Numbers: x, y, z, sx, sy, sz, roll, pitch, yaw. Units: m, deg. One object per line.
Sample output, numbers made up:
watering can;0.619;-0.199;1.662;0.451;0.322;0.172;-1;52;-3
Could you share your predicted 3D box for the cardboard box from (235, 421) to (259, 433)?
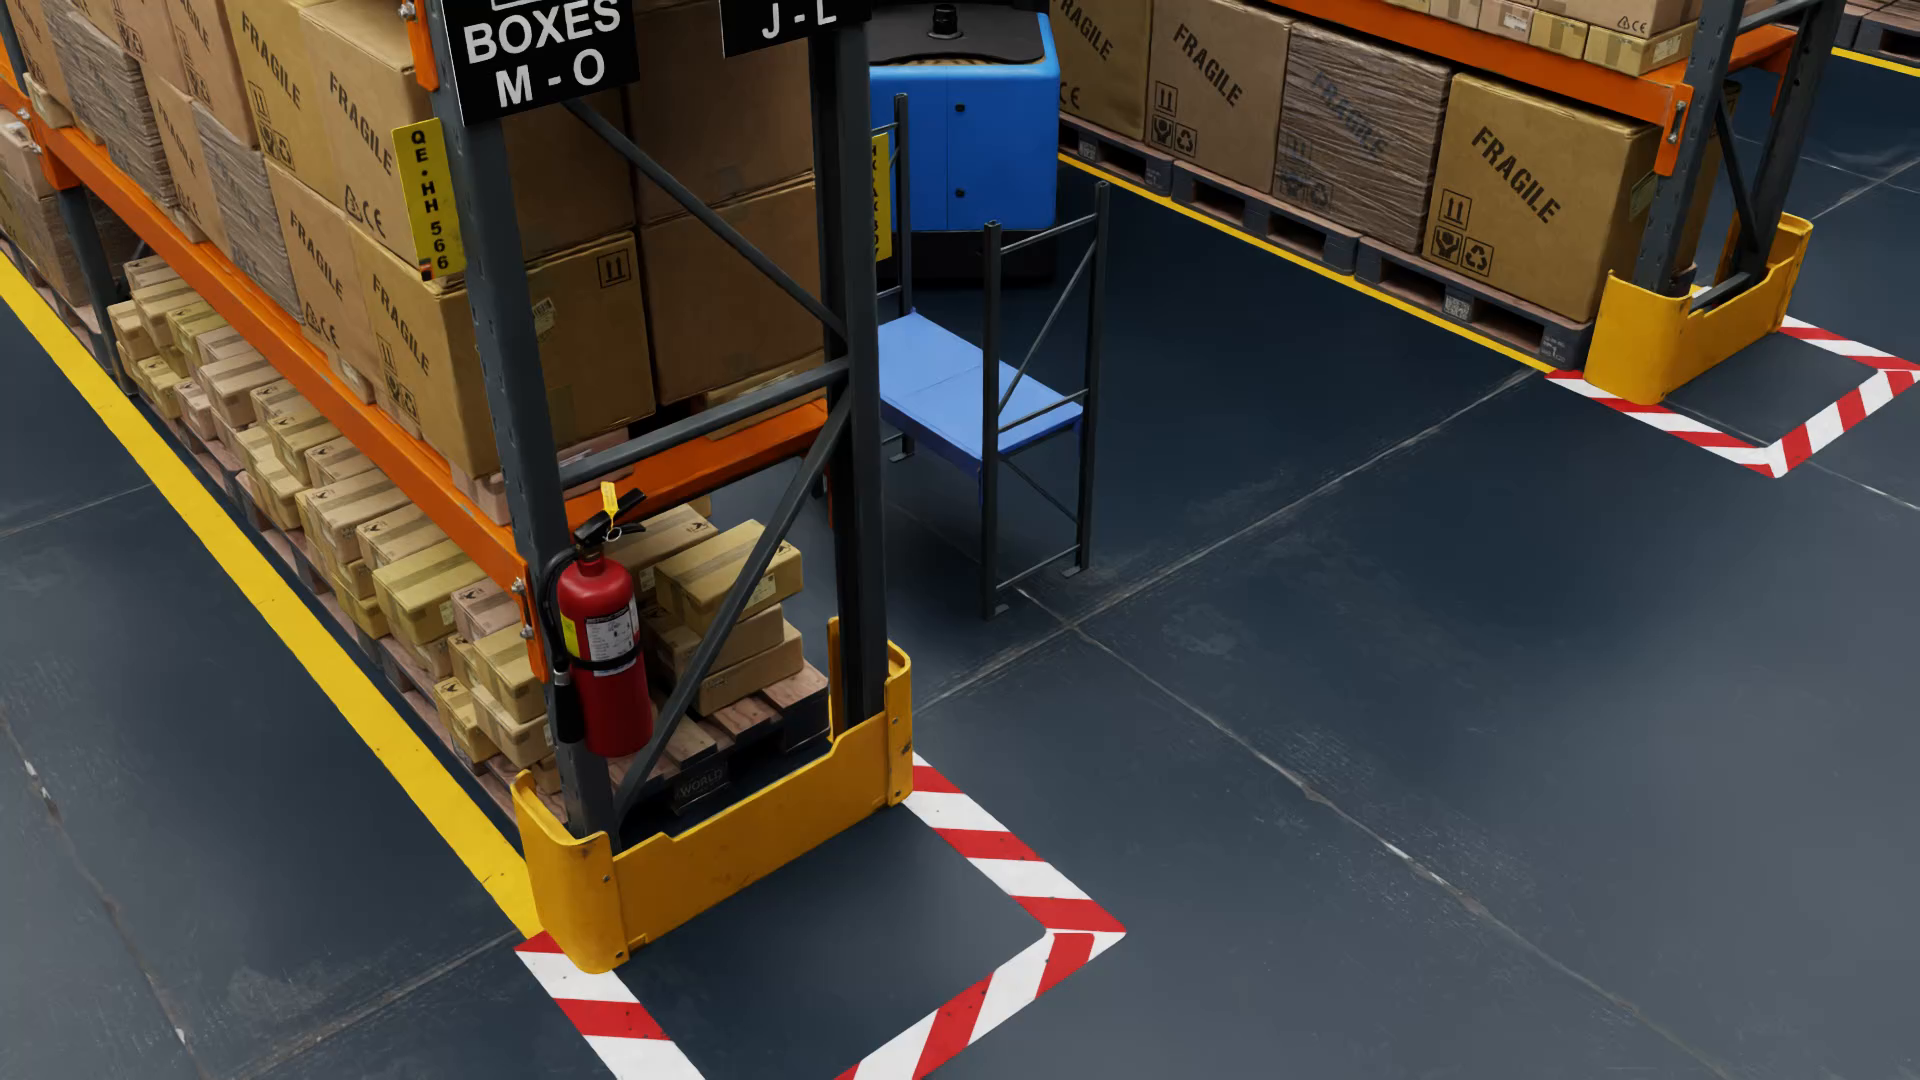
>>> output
cardboard box;-2.470;-0.469;6.163;0.380;0.149;0.250;-24;42;-30

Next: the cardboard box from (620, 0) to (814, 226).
cardboard box;-0.713;-1.144;4.060;0.500;0.500;0.500;-26;43;-32

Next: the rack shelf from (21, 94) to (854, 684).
rack shelf;-1.917;-0.866;5.499;1.077;0.370;4.000;-26;43;-32

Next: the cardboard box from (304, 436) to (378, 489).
cardboard box;-1.964;-0.259;5.609;0.380;0.149;0.250;-28;44;-33

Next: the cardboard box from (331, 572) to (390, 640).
cardboard box;-1.855;0.143;5.555;0.380;0.149;0.250;-28;44;-34

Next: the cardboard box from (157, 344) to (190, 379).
cardboard box;-2.986;-0.814;6.650;0.380;0.149;0.250;-26;43;-31

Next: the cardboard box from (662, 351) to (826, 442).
cardboard box;-0.585;-0.439;4.492;0.380;0.149;0.250;-26;43;-32

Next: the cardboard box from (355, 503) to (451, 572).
cardboard box;-1.662;-0.003;5.248;0.380;0.149;0.250;-28;44;-33

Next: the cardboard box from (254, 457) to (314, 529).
cardboard box;-2.216;-0.216;5.805;0.380;0.149;0.250;-26;43;-31

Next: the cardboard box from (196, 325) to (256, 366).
cardboard box;-2.624;-0.720;6.260;0.380;0.149;0.250;-27;43;-33

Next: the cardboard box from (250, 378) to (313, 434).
cardboard box;-2.284;-0.488;5.932;0.380;0.149;0.250;-28;44;-34

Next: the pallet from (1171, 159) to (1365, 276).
pallet;1.869;-1.806;8.617;1.003;0.211;1.213;-26;43;-32

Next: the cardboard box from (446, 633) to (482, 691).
cardboard box;-1.312;0.333;5.031;0.380;0.149;0.250;-27;43;-33

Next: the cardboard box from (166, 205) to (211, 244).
cardboard box;-2.388;-1.129;5.466;0.380;0.149;0.250;-24;42;-30

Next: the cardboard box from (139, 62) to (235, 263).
cardboard box;-2.090;-1.214;5.025;0.500;0.500;0.500;-24;42;-30

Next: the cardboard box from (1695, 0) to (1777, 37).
cardboard box;3.251;-2.259;7.061;0.380;0.149;0.250;-25;43;-31

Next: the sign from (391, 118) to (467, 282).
sign;-1.063;-0.679;3.339;0.100;0.325;0.005;-26;43;-32

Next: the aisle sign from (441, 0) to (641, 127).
aisle sign;-0.808;-1.193;3.090;0.394;0.787;0.004;-26;43;-32

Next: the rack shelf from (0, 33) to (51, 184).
rack shelf;-4.498;-2.632;7.993;1.077;0.370;4.000;-26;43;-32

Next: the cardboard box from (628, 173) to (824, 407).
cardboard box;-0.705;-0.740;4.355;0.500;0.500;0.500;-24;42;-30

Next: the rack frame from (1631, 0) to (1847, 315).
rack frame;3.228;-2.081;6.594;1.000;3.000;0.127;-26;43;-32

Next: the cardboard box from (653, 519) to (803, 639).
cardboard box;-0.705;0.115;5.081;0.380;0.149;0.250;-28;44;-34

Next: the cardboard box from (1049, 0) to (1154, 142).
cardboard box;1.012;-2.830;9.126;0.875;0.875;0.875;-26;43;-32

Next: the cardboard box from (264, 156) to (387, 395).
cardboard box;-1.441;-0.770;4.398;0.500;0.500;0.500;-27;43;-32

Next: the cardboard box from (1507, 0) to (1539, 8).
cardboard box;2.386;-2.481;7.030;0.500;0.250;0.500;-27;43;-33

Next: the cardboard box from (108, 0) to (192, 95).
cardboard box;-2.125;-1.638;4.758;0.500;0.500;0.500;-28;44;-33

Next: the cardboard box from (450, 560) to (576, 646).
cardboard box;-1.280;0.202;4.959;0.380;0.149;0.250;-25;42;-31

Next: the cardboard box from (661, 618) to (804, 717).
cardboard box;-0.720;0.365;5.242;0.380;0.149;0.250;-25;42;-31

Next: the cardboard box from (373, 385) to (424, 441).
cardboard box;-1.358;-0.441;4.495;0.380;0.149;0.250;-26;43;-32

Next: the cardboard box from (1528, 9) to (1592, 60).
cardboard box;2.578;-2.127;6.876;0.380;0.149;0.250;-26;43;-31

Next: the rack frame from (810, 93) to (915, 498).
rack frame;-0.383;-0.874;6.187;0.500;1.500;0.032;-26;43;-32

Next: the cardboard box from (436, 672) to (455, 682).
cardboard box;-1.473;0.337;5.282;0.380;0.149;0.250;-26;43;-32

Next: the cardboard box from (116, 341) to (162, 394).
cardboard box;-3.218;-0.769;6.844;0.380;0.149;0.250;-28;44;-34

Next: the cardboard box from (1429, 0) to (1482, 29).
cardboard box;2.255;-2.350;7.190;0.380;0.149;0.250;-25;42;-31

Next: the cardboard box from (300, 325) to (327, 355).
cardboard box;-1.688;-0.672;4.821;0.380;0.149;0.250;-28;44;-34

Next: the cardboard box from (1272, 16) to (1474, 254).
cardboard box;2.167;-2.040;8.010;0.875;0.875;0.875;-26;43;-32

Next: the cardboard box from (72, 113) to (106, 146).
cardboard box;-3.051;-1.606;6.140;0.380;0.149;0.250;-25;42;-31

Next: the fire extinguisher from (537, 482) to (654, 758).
fire extinguisher;-0.816;0.191;3.775;0.296;0.674;0.183;-26;43;-32

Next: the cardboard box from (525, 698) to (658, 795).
cardboard box;-1.125;0.561;4.965;0.380;0.149;0.250;-25;42;-31

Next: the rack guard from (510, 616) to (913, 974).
rack guard;-0.675;0.710;4.814;1.175;0.500;0.348;-26;43;-32

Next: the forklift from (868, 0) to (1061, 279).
forklift;-0.099;-3.253;8.307;1.130;2.935;3.031;-1;35;-1

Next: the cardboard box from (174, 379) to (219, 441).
cardboard box;-2.846;-0.562;6.551;0.380;0.149;0.250;-26;43;-32

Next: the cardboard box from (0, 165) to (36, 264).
cardboard box;-4.208;-1.653;7.788;0.500;0.500;0.500;-27;43;-33

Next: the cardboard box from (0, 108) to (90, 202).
cardboard box;-3.881;-1.734;7.254;0.500;0.250;0.500;-27;44;-33

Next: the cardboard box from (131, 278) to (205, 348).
cardboard box;-3.011;-0.920;6.542;0.380;0.149;0.250;-24;42;-30

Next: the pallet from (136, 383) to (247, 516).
pallet;-2.747;-0.621;6.944;1.003;0.211;1.213;-26;43;-32

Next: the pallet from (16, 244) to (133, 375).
pallet;-3.711;-1.247;7.829;1.003;0.211;1.213;-26;43;-32

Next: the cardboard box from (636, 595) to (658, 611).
cardboard box;-0.902;0.126;5.323;0.380;0.149;0.250;-26;43;-32

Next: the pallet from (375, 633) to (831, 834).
pallet;-1.172;0.456;5.423;1.003;0.211;1.213;-26;43;-32

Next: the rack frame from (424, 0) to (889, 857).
rack frame;-0.626;-0.276;4.044;1.000;3.000;0.127;-26;43;-32

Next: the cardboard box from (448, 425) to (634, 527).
cardboard box;-1.052;-0.212;4.171;0.380;0.149;0.250;-26;43;-32

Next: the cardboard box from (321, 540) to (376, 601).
cardboard box;-1.865;0.015;5.479;0.380;0.149;0.250;-25;42;-31

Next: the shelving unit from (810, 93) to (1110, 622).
shelving unit;-0.055;-0.650;5.870;0.538;1.500;1.048;-26;43;-32

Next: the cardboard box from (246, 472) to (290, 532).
cardboard box;-2.350;-0.212;6.057;0.380;0.149;0.250;-27;44;-33

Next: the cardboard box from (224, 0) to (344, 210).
cardboard box;-1.438;-1.179;4.111;0.500;0.500;0.500;-28;44;-33

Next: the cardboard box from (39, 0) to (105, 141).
cardboard box;-2.756;-1.676;5.677;0.500;0.500;0.500;-26;43;-32

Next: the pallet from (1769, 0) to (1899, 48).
pallet;5.726;-3.708;11.303;1.003;0.211;1.213;-26;43;-32

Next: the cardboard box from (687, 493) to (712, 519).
cardboard box;-1.039;-0.121;5.414;0.380;0.149;0.250;-26;43;-32
